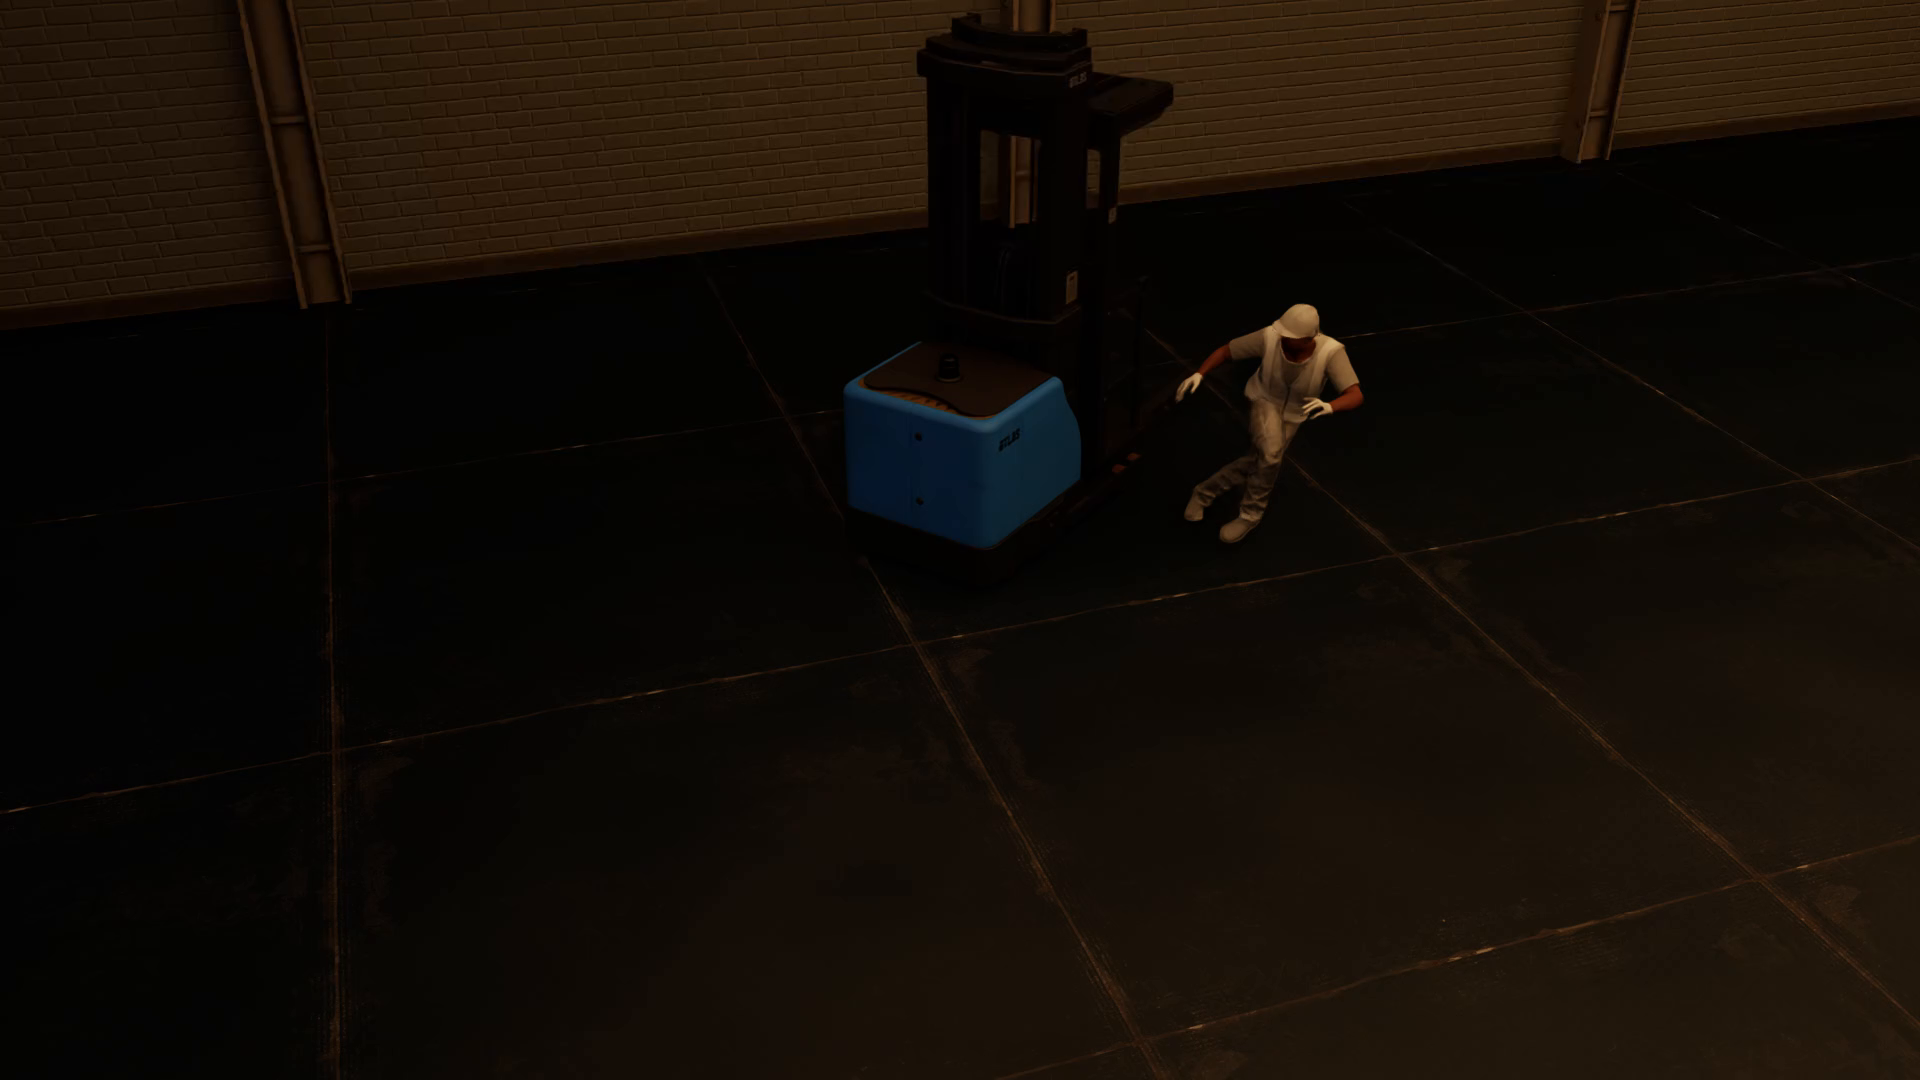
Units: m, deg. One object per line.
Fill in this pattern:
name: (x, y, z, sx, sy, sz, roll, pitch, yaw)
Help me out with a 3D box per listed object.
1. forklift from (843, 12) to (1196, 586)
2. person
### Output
forklift: (0.548, -1.702, 10.044, 1.130, 2.935, 3.031, 18, 35, 28)
person: (1.761, -0.683, 9.672, 1.031, 1.524, 0.933, 1, 30, 2)
